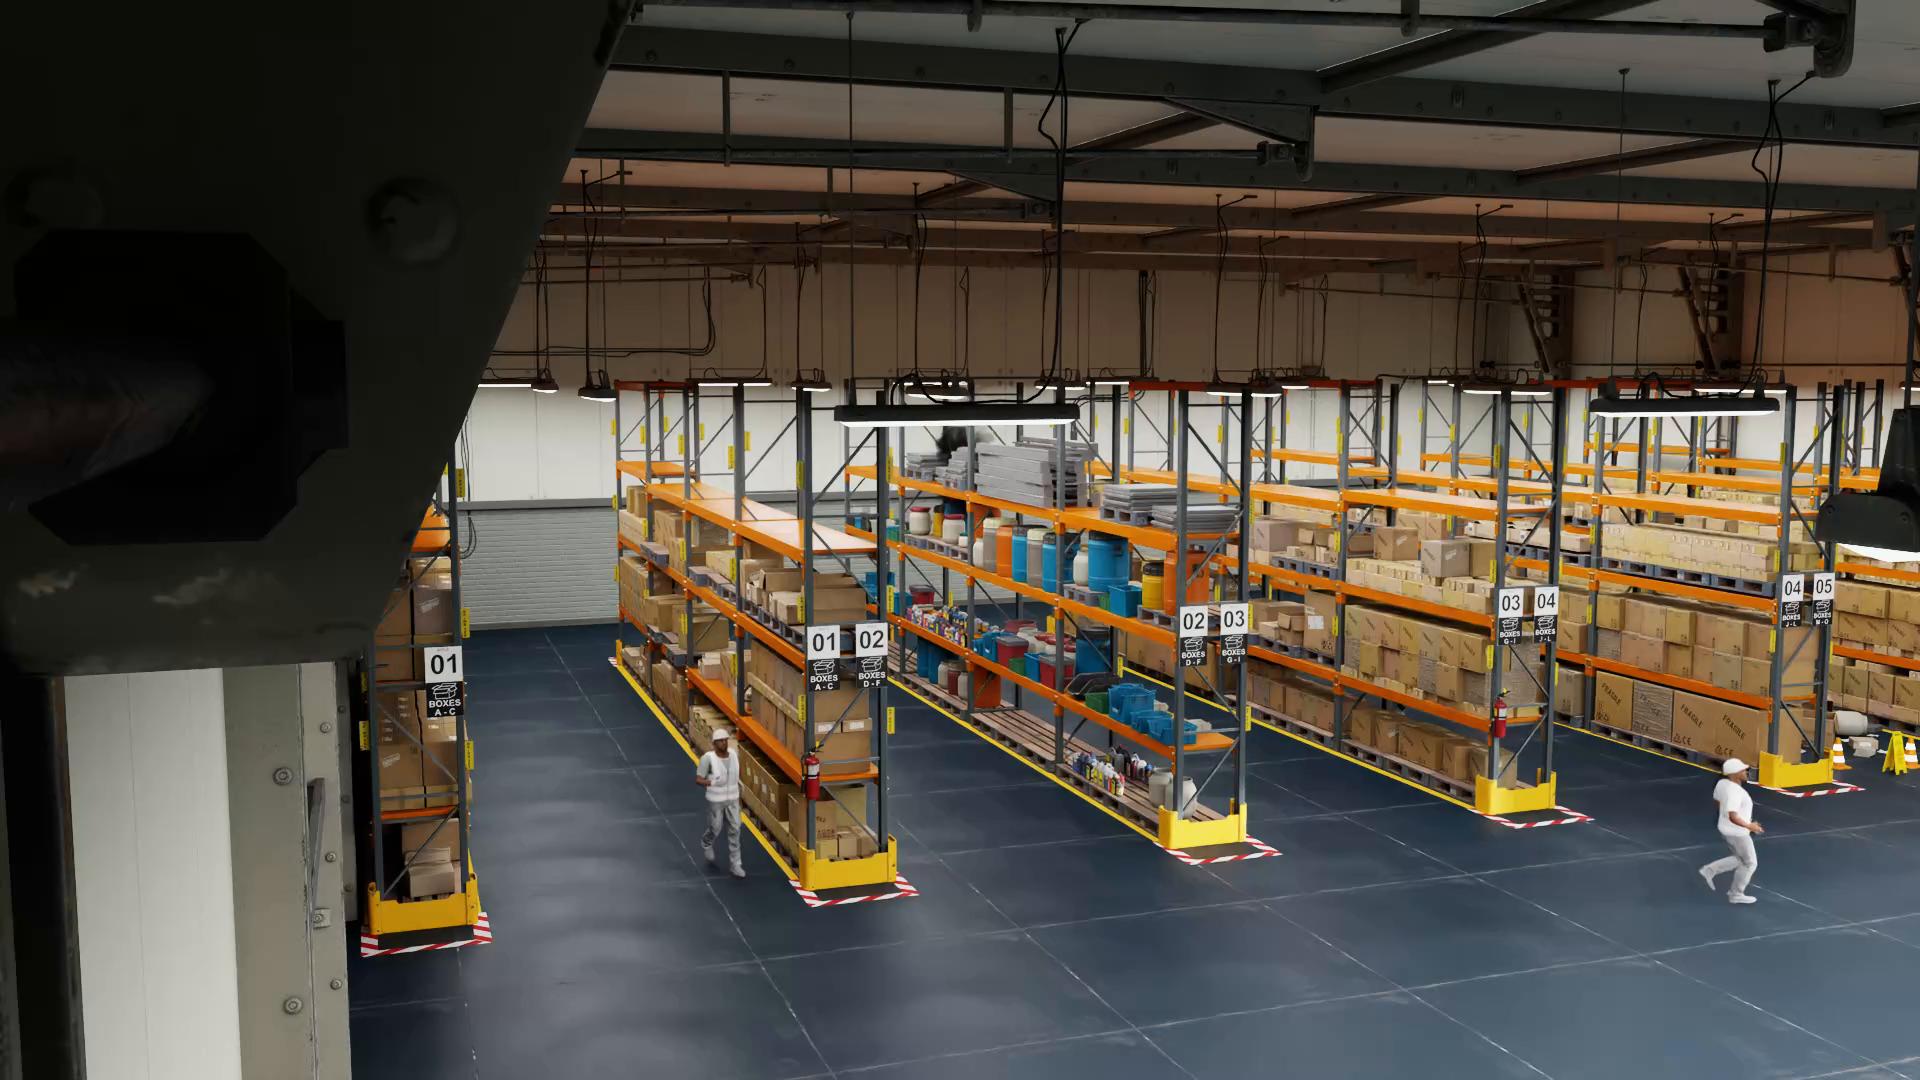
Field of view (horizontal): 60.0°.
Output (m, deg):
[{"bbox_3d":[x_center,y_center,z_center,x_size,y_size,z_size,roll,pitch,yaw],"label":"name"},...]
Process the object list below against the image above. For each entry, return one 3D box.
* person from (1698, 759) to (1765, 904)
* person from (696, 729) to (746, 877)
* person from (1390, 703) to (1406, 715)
[{"bbox_3d":[9.066,3.413,19.535,0.617,1.719,0.700,1,6,9],"label":"person"},{"bbox_3d":[-2.956,3.228,20.679,0.668,1.763,0.971,-4,7,-31],"label":"person"},{"bbox_3d":[7.849,2.407,29.754,0.562,1.637,0.682,-3,7,-24],"label":"person"}]
